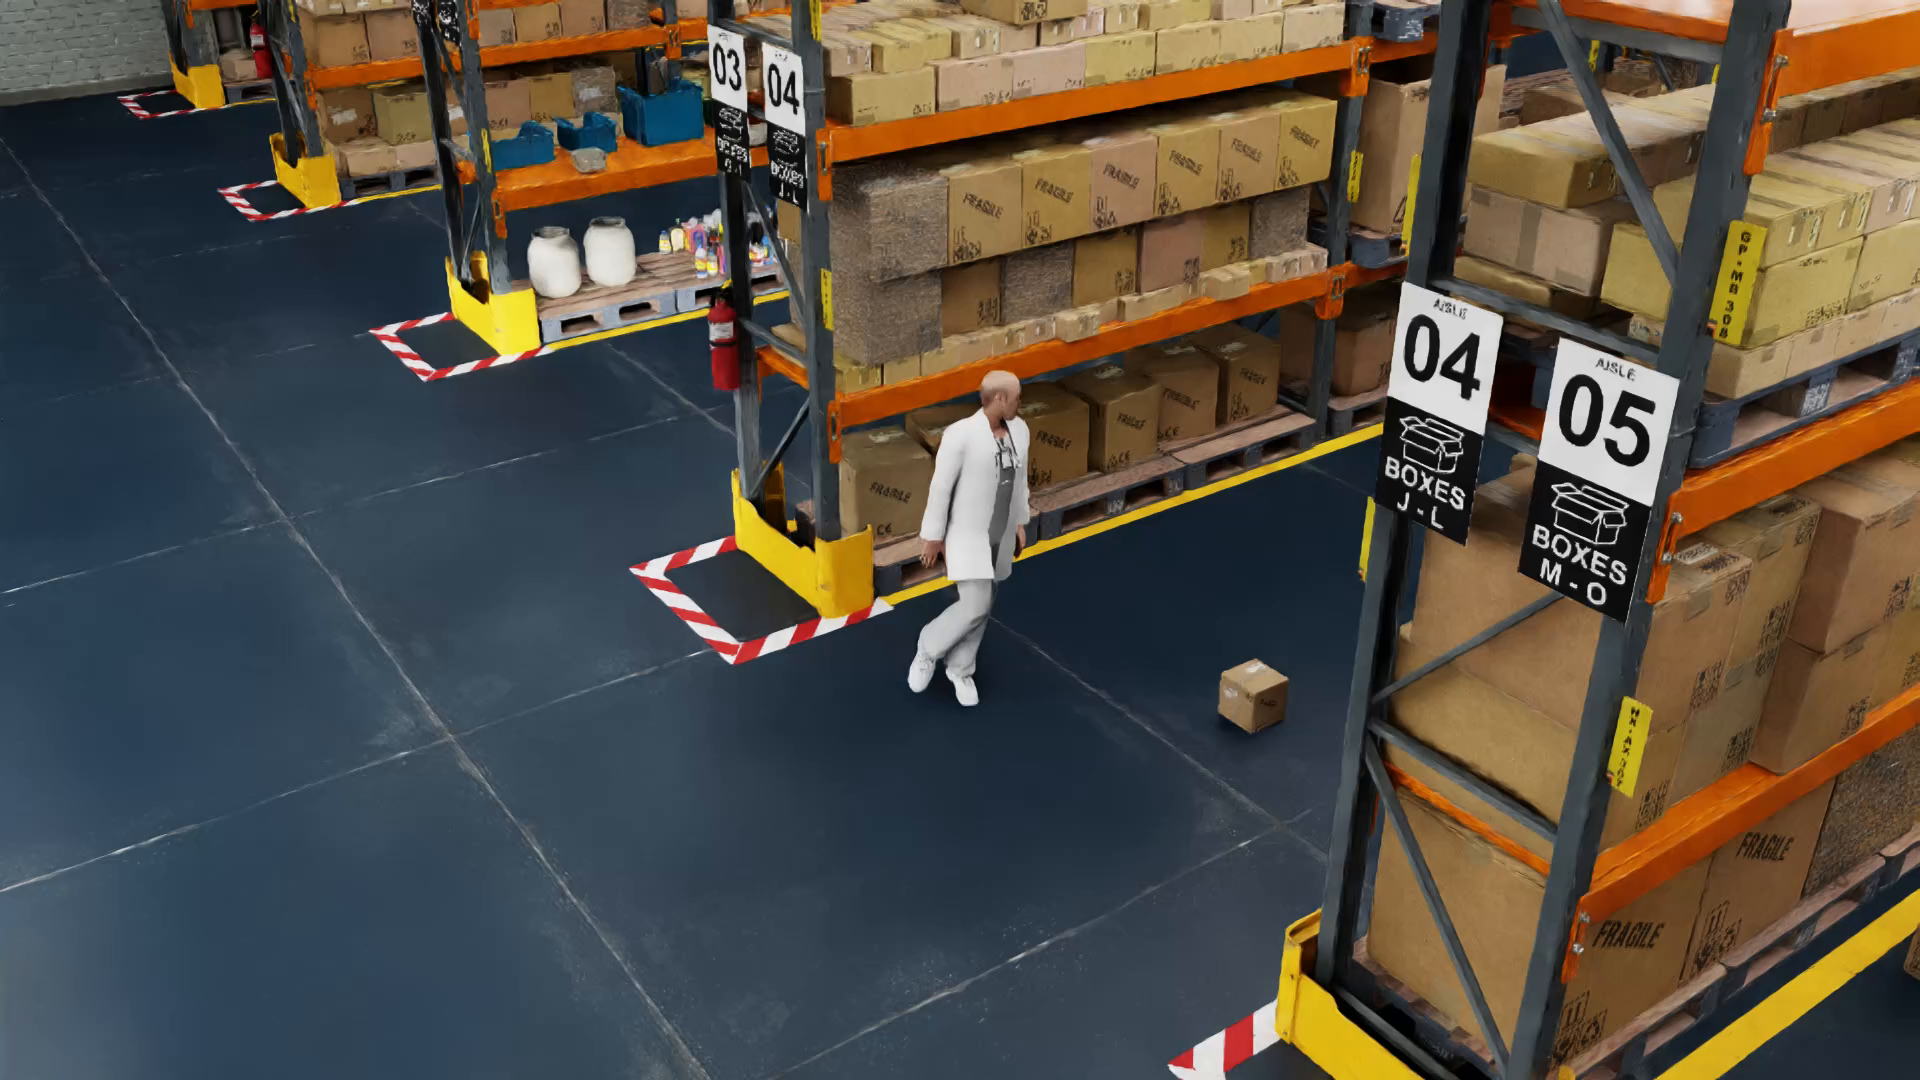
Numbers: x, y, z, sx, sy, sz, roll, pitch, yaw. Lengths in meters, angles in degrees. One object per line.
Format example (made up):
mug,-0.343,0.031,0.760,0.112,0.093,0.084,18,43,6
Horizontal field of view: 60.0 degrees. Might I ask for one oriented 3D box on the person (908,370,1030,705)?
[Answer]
person,0.092,0.001,8.615,0.765,1.770,0.490,-19,34,-31
